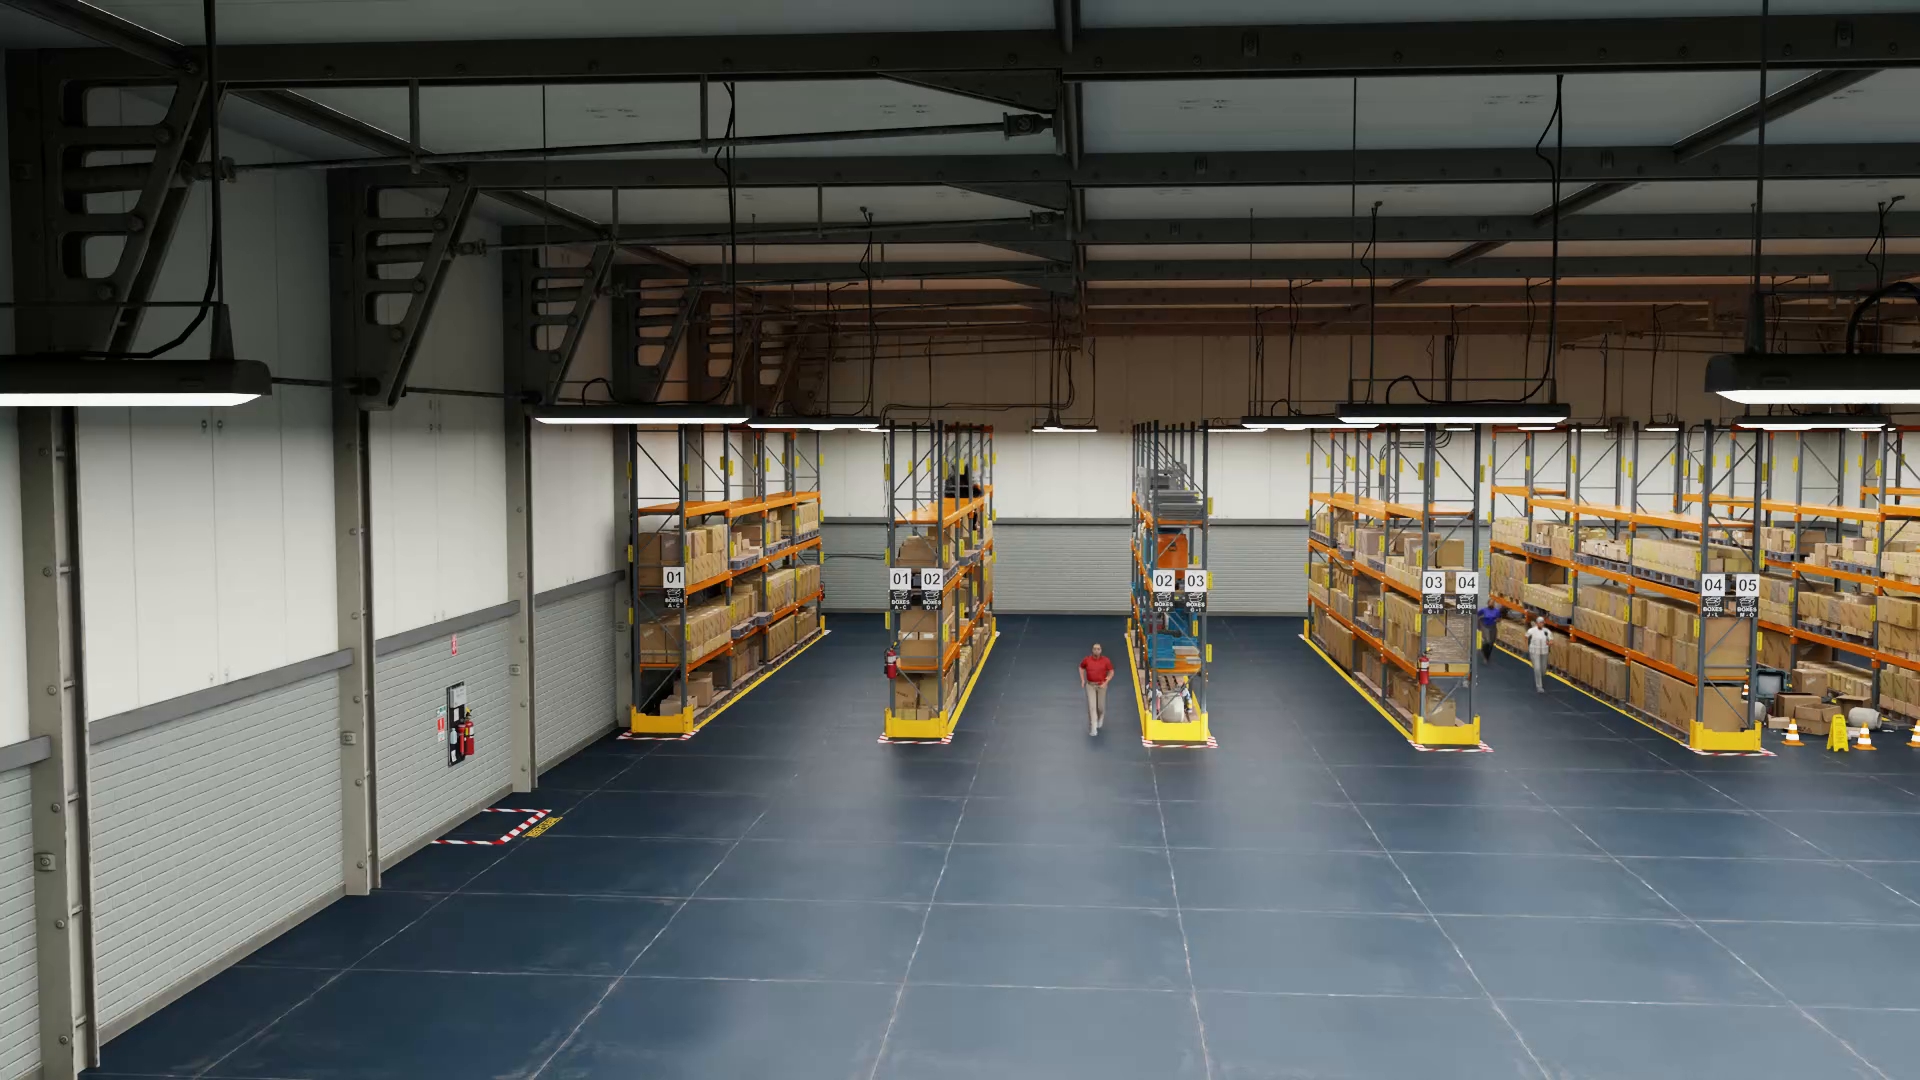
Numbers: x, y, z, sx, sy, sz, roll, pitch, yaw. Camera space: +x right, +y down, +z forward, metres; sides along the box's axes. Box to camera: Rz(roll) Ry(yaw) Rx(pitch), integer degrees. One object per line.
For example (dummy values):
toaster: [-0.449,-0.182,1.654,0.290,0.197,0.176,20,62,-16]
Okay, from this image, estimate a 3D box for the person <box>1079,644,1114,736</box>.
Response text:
person: [2.621,2.850,31.983,0.675,1.736,0.869,0,4,5]

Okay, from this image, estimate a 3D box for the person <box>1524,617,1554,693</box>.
person: [12.919,2.531,37.087,0.607,1.650,0.906,0,4,6]

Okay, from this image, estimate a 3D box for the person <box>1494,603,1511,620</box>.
person: [15.496,1.857,47.416,0.893,1.822,0.726,0,4,7]

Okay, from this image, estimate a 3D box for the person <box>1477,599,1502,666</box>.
person: [13.205,2.293,41.457,0.551,1.688,0.778,0,4,1]

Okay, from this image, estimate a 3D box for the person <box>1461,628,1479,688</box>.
person: [11.433,2.477,37.534,0.712,1.725,0.573,0,4,-1]
